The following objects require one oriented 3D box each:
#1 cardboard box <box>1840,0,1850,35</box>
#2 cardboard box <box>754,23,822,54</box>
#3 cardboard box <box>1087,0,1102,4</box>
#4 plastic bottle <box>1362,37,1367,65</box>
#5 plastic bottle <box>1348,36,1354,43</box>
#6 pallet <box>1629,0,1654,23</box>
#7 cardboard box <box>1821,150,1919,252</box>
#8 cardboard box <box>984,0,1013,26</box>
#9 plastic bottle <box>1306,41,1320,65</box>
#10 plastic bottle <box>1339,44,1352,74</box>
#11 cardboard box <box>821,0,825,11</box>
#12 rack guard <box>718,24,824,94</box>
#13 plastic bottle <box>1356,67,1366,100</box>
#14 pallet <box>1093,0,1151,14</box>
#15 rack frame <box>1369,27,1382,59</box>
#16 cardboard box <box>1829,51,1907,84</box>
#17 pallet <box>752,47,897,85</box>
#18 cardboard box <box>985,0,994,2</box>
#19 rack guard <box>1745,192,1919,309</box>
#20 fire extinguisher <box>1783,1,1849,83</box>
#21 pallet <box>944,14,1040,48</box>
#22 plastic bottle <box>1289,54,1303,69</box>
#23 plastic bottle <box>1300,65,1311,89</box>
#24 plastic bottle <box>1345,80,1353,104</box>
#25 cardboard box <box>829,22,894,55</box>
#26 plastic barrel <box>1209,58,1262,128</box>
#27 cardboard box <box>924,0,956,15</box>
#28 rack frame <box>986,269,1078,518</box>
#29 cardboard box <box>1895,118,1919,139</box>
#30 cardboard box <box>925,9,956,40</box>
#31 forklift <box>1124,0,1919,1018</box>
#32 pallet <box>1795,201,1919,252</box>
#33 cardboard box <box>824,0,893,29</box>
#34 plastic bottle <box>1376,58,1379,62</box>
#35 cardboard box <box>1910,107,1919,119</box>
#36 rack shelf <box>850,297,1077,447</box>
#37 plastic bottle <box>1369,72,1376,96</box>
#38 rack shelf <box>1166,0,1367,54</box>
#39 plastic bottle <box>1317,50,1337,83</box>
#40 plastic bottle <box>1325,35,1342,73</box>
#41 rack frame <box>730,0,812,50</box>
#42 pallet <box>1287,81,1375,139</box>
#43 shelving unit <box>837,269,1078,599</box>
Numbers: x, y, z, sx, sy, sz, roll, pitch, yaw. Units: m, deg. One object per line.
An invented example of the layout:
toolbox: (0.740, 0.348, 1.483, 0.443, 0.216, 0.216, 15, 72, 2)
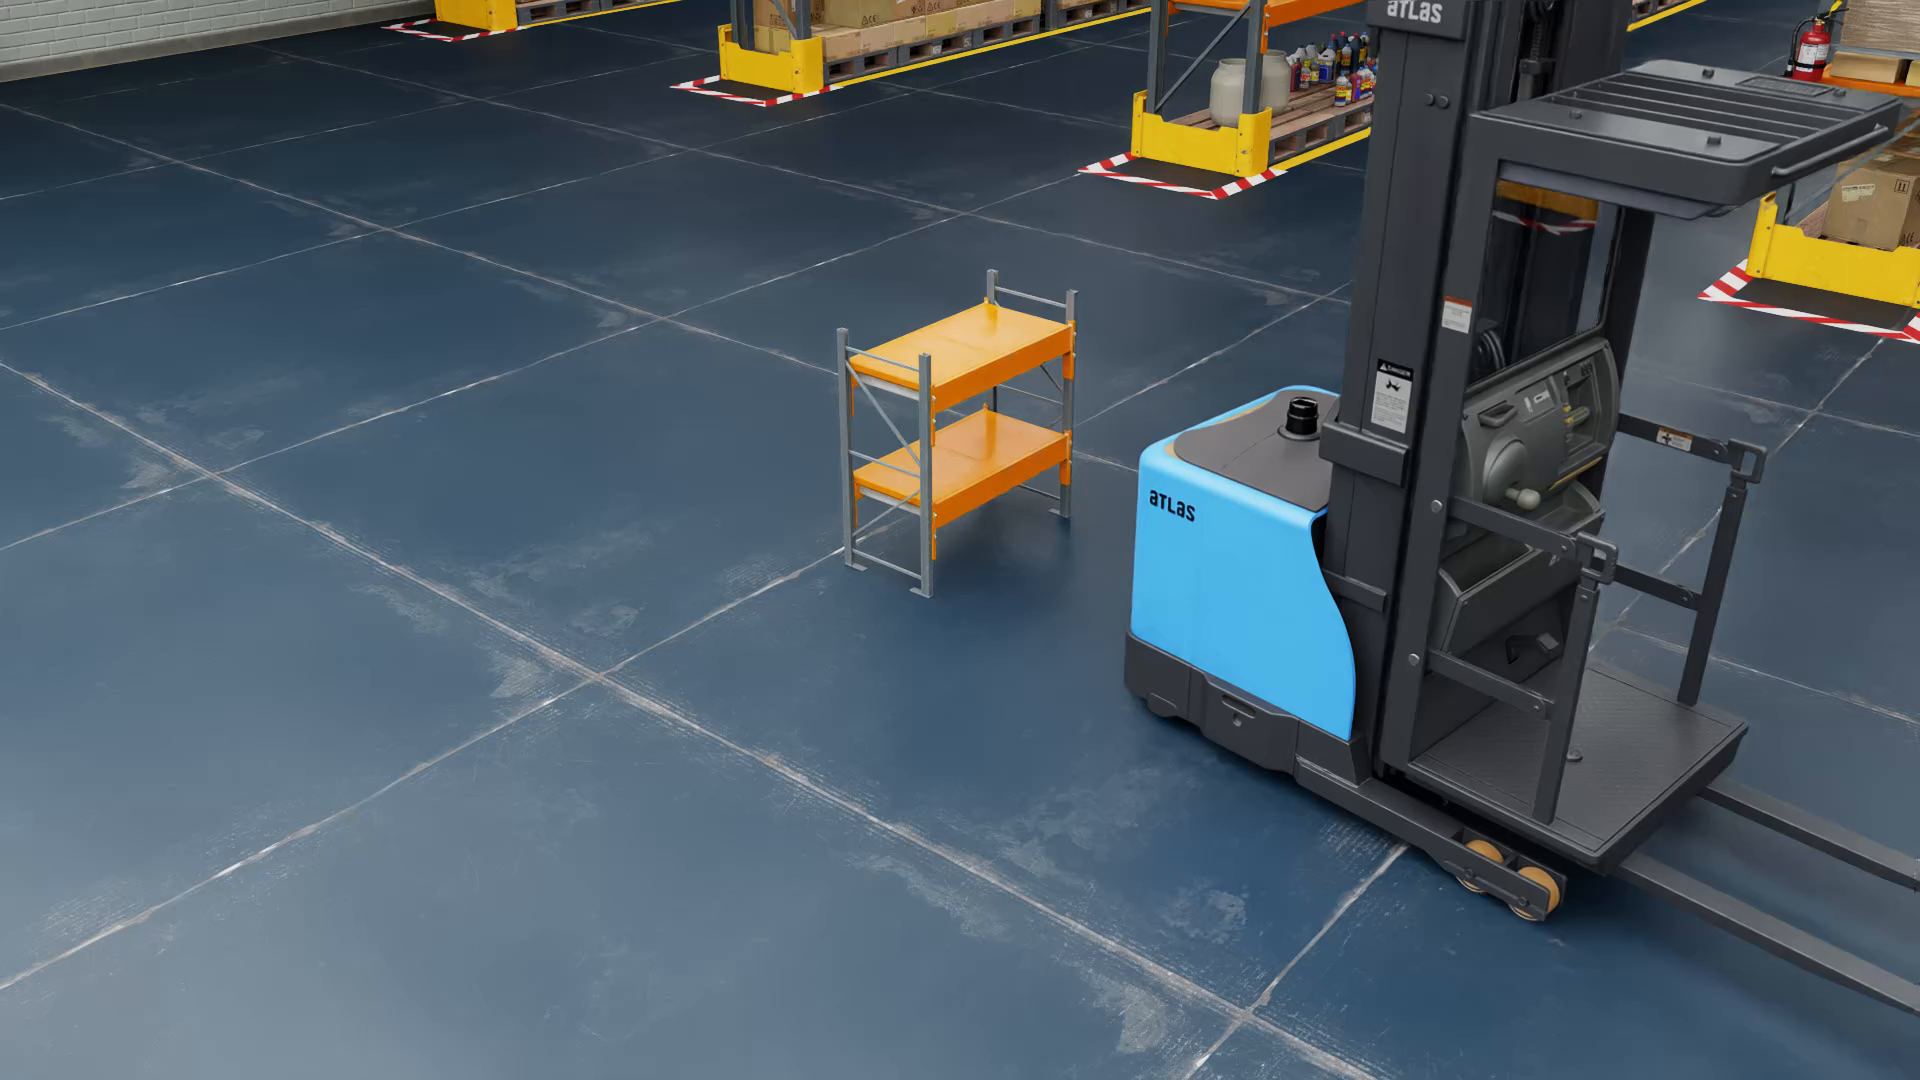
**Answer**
cardboard box: (6.382, -3.562, 10.938, 0.875, 0.500, 0.500, 21, 34, 34)
cardboard box: (-1.743, -5.124, 16.926, 0.500, 0.250, 0.500, 21, 34, 34)
cardboard box: (1.463, -6.517, 19.619, 0.500, 0.250, 0.500, 22, 34, 36)
plastic bottle: (3.865, -4.702, 16.053, 0.061, 0.283, 0.133, 21, 34, 34)
plastic bottle: (3.783, -4.730, 16.114, 0.152, 0.276, 0.135, 22, 35, 36)
pallet: (7.522, -6.323, 19.743, 1.003, 0.211, 1.213, 21, 34, 34)
cardboard box: (6.196, -2.279, 11.154, 0.500, 0.500, 0.500, -21, 34, -35)
cardboard box: (0.237, -5.863, 18.355, 0.500, 0.250, 0.500, 21, 34, 34)
plastic bottle: (3.284, -4.488, 15.565, 0.144, 0.351, 0.185, 20, 34, 34)
plastic bottle: (3.676, -4.584, 15.837, 0.097, 0.271, 0.097, 0, 27, 0)
cardboard box: (-1.119, -5.817, 17.449, 0.500, 0.500, 0.500, 21, 34, 34)
rack guard: (-1.871, -4.764, 16.415, 1.175, 0.500, 0.348, 21, 34, 34)
plastic bottle: (3.576, -4.090, 14.883, 0.097, 0.271, 0.097, 0, 27, 0)
pallet: (1.903, -6.769, 20.606, 1.003, 0.211, 1.213, 21, 34, 34)
rack frame: (4.508, -5.852, 15.797, 1.000, 3.000, 0.127, 21, 34, 34)
cardboard box: (5.808, -3.036, 10.627, 0.380, 0.149, 0.250, 21, 34, 34)
pallet: (-1.402, -4.928, 17.045, 1.003, 0.211, 1.213, 21, 34, 34)
cardboard box: (0.235, -6.197, 18.184, 0.500, 0.500, 0.500, 21, 34, 34)
rack guard: (5.834, -1.903, 10.884, 1.175, 0.500, 0.348, 21, 34, 34)
fire extinguisher: (5.358, -3.046, 10.457, 0.296, 0.674, 0.183, 21, 34, 34)
pallet: (0.150, -5.793, 18.717, 1.003, 0.211, 1.213, 21, 34, 34)
plastic bottle: (3.064, -4.329, 15.339, 0.152, 0.276, 0.135, 20, 33, 33)
plastic bottle: (3.172, -4.266, 15.299, 0.097, 0.201, 0.097, 0, 27, 0)
plastic bottle: (3.424, -3.975, 14.735, 0.097, 0.201, 0.097, 0, 27, 0)
cardboard box: (-1.028, -5.151, 16.979, 0.500, 0.250, 0.500, 21, 34, 34)
plastic barrel: (2.324, -3.771, 14.025, 0.421, 0.512, 0.421, 0, 27, 0)
cardboard box: (-0.387, -5.837, 17.488, 0.500, 0.500, 0.500, 21, 34, 34)
rack frame: (0.328, -0.682, 7.845, 0.500, 1.125, 0.032, 21, 34, 34)
cardboard box: (6.963, -2.717, 12.001, 0.500, 0.500, 0.500, 25, 36, 39)
cardboard box: (-0.388, -5.504, 17.661, 0.500, 0.250, 0.500, 21, 34, 34)
forklift: (2.018, -0.341, 5.220, 1.130, 2.935, 3.031, -23, 35, -38)
pallet: (6.378, -2.052, 11.487, 1.003, 0.211, 1.213, 21, 34, 34)
cardboard box: (-1.026, -5.484, 16.805, 0.500, 0.500, 0.500, 21, 34, 34)
plastic bottle: (3.887, -4.286, 15.256, 0.152, 0.276, 0.135, 21, 34, 35)
cardboard box: (7.687, -3.145, 12.828, 0.500, 0.500, 0.500, -16, 31, -28)
rack shelf: (0.004, -0.762, 7.362, 0.538, 0.278, 1.000, 21, 34, 34)
plastic bottle: (3.702, -4.130, 15.036, 0.097, 0.201, 0.097, 0, 27, 0)
rack shelf: (3.236, -4.823, 14.592, 1.077, 0.370, 4.000, 21, 34, 34)
plastic bottle: (3.415, -4.421, 15.516, 0.152, 0.276, 0.135, 21, 34, 34)
plastic bottle: (3.555, -4.639, 15.857, 0.144, 0.351, 0.185, 19, 33, 32)
rack frame: (-1.856, -5.883, 15.857, 1.000, 3.000, 0.127, 21, 34, 34)
pallet: (3.273, -3.953, 15.161, 1.003, 0.211, 1.213, 21, 34, 34)
shelving unit: (0.004, -0.502, 7.496, 0.538, 1.125, 1.048, 21, 34, 34)
